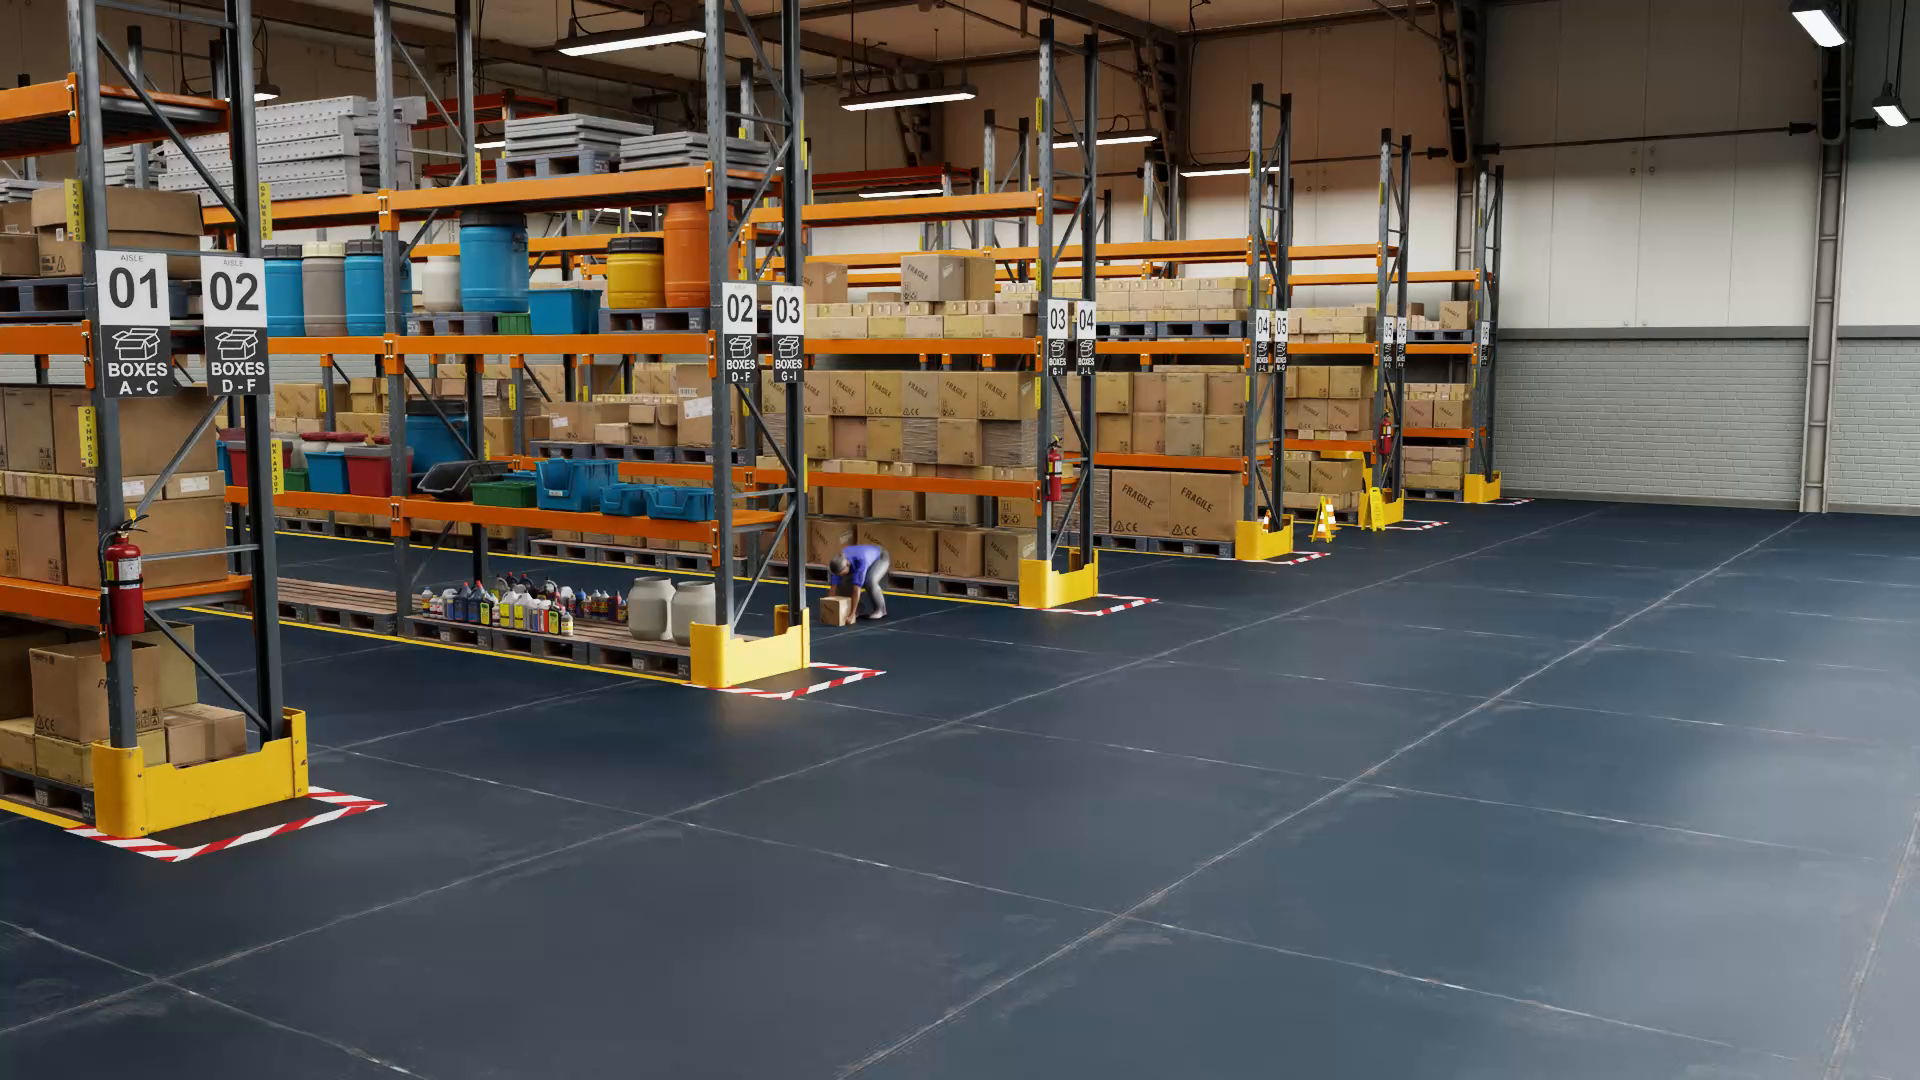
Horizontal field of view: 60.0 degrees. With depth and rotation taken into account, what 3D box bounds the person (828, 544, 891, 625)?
[{"bbox_3d":[-1.022,0.432,16.623,0.460,0.775,0.871,4,8,32],"label":"person"}]
